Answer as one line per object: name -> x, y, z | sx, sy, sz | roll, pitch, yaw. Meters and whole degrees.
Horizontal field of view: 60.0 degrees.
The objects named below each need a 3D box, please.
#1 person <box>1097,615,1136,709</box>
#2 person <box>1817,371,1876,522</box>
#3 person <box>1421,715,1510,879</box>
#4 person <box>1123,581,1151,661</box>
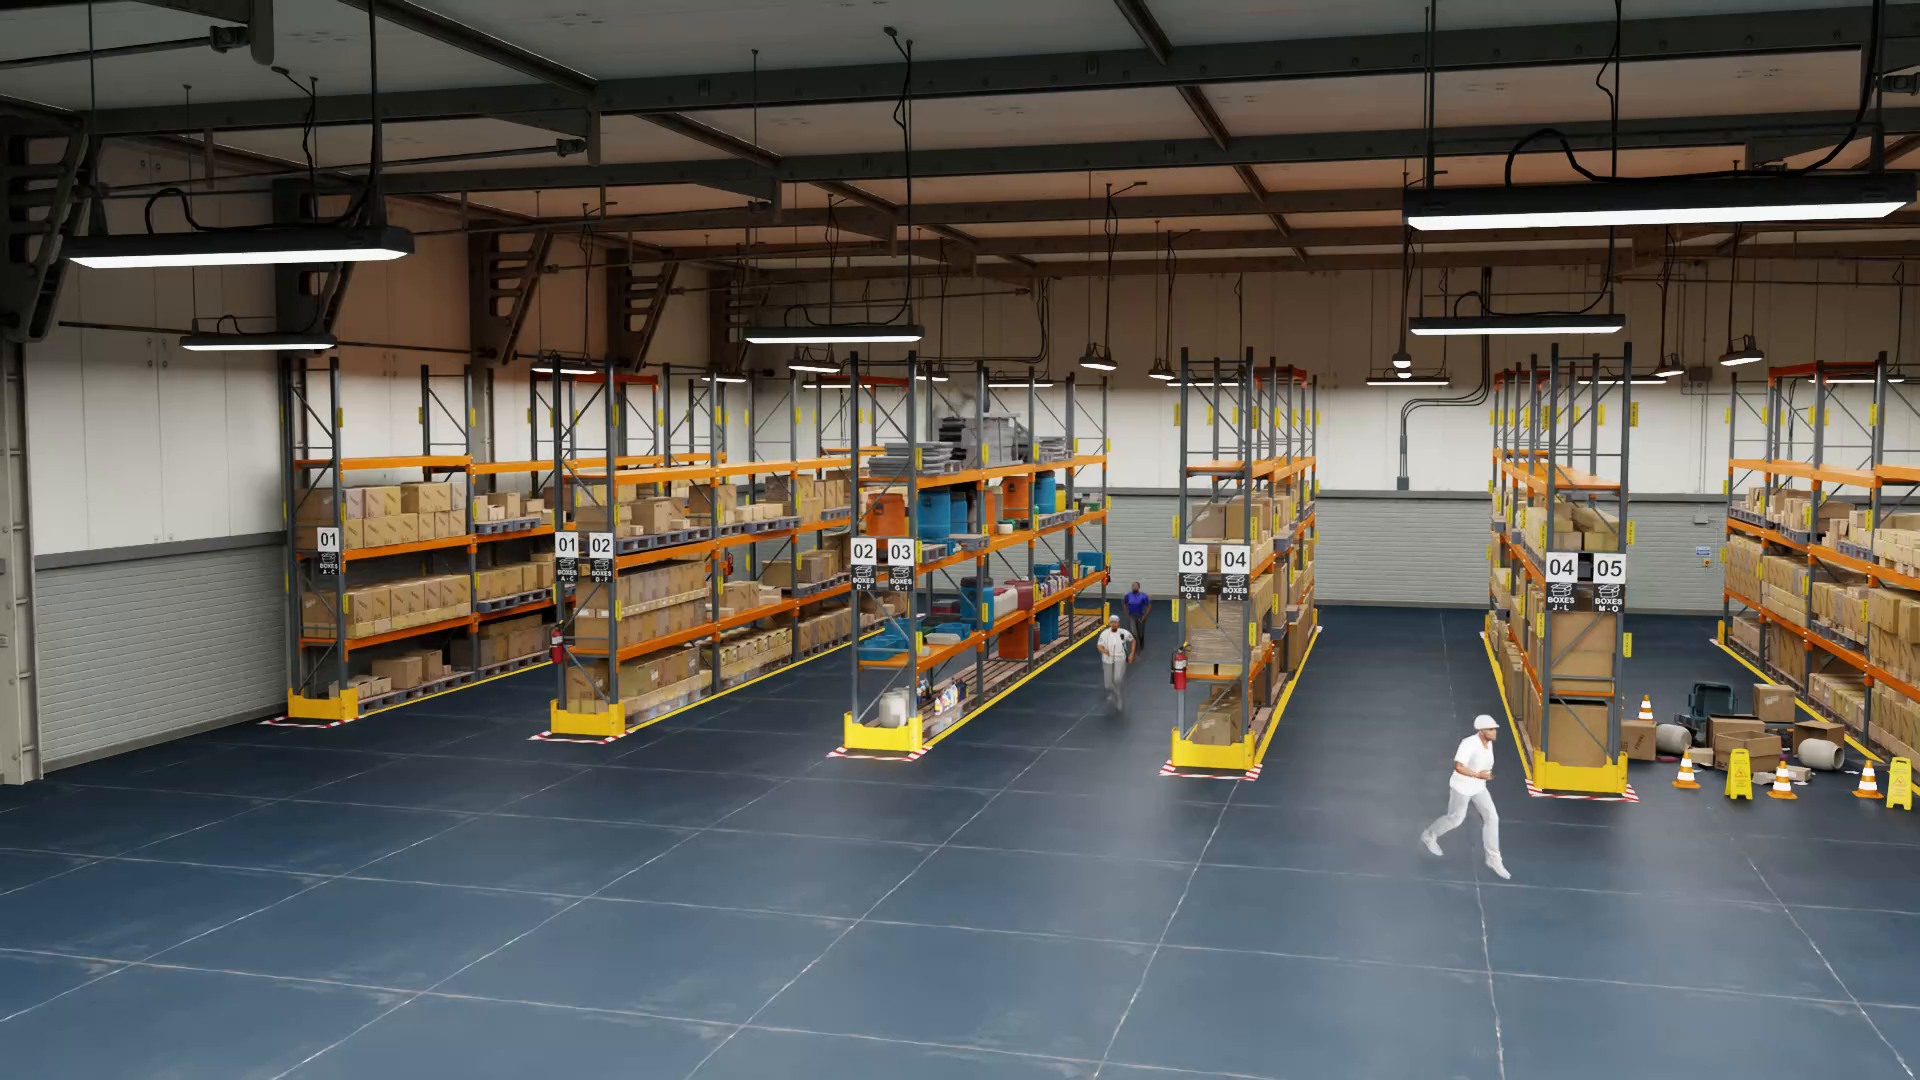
person -> 2.604, 2.026, 27.837 | 0.617, 1.565, 0.717 | 1, 4, 13
person -> 14.769, -0.339, 33.094 | 1.430, 5.785, 8.966 | 0, 4, -4
person -> 5.601, 2.785, 18.419 | 0.698, 1.763, 1.094 | -3, 5, -38
person -> 3.675, 1.665, 34.651 | 0.600, 1.632, 0.706 | 1, 4, 14
